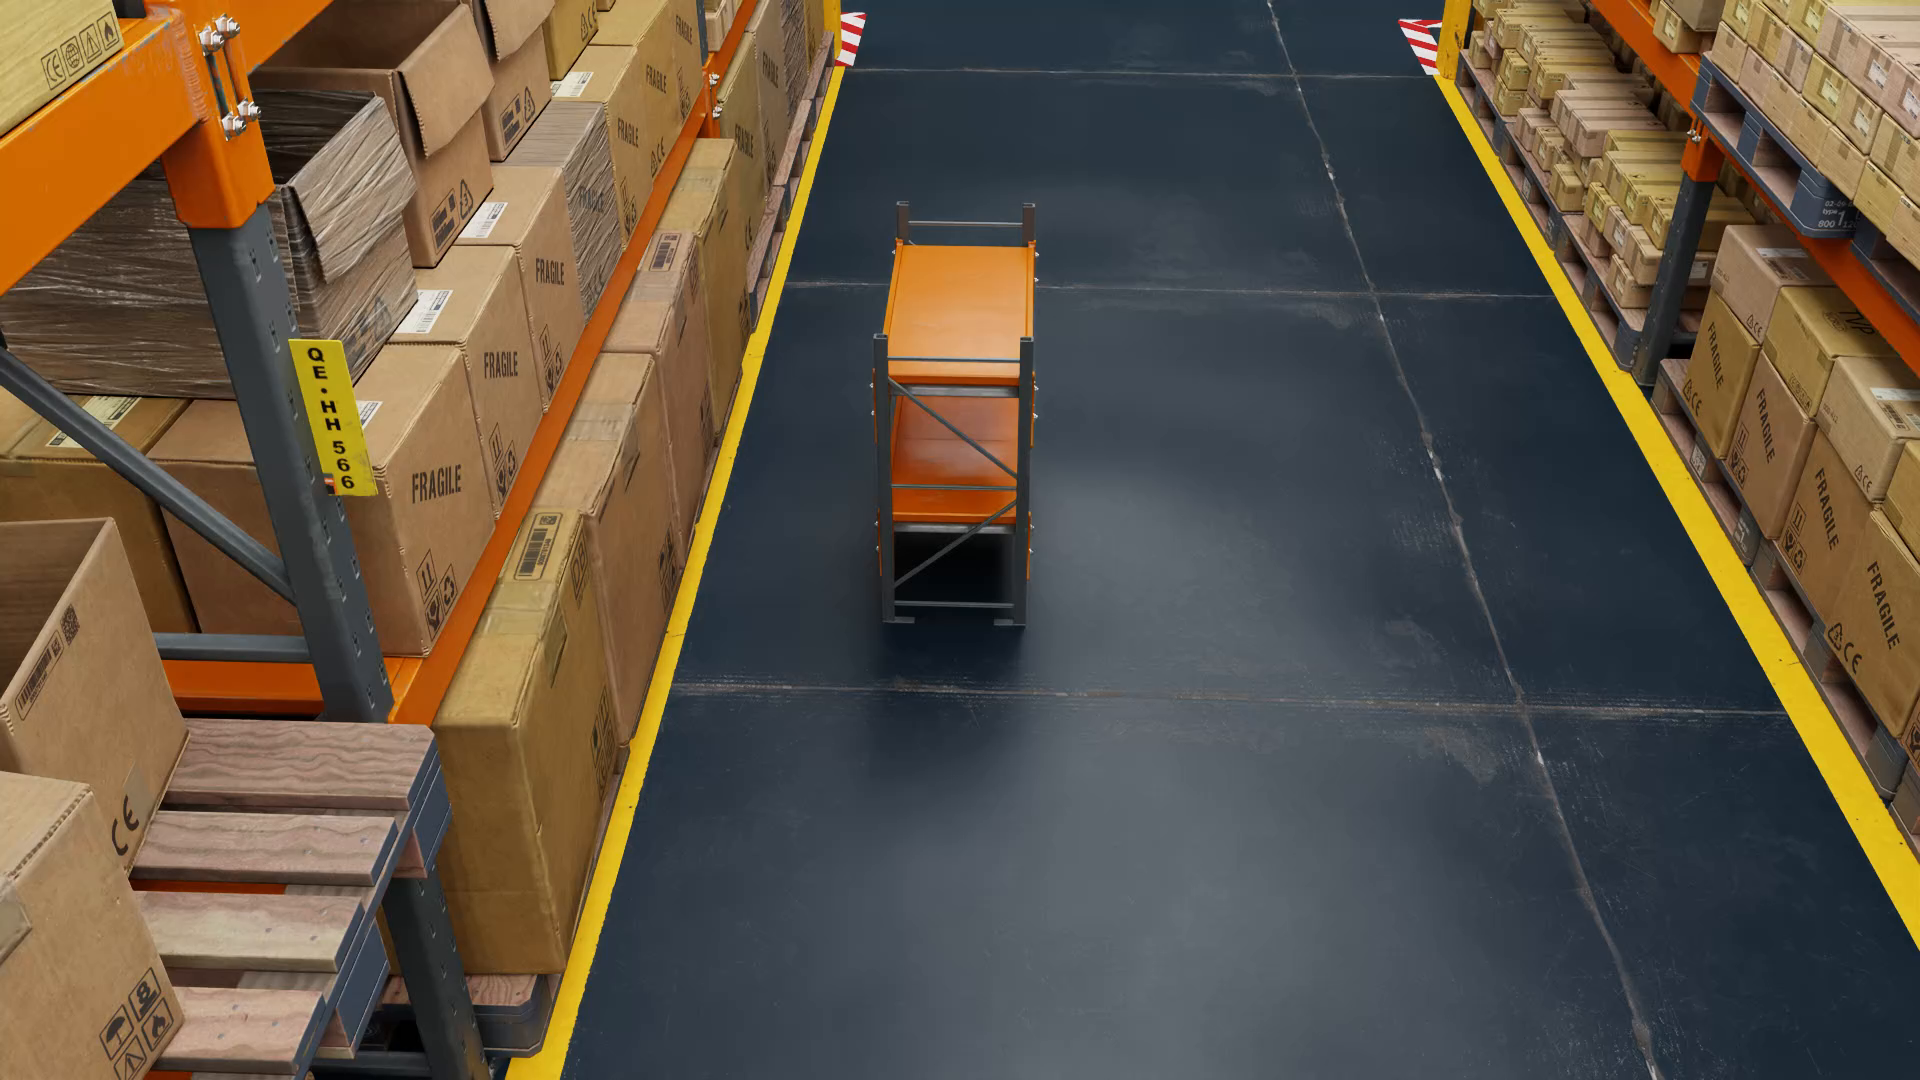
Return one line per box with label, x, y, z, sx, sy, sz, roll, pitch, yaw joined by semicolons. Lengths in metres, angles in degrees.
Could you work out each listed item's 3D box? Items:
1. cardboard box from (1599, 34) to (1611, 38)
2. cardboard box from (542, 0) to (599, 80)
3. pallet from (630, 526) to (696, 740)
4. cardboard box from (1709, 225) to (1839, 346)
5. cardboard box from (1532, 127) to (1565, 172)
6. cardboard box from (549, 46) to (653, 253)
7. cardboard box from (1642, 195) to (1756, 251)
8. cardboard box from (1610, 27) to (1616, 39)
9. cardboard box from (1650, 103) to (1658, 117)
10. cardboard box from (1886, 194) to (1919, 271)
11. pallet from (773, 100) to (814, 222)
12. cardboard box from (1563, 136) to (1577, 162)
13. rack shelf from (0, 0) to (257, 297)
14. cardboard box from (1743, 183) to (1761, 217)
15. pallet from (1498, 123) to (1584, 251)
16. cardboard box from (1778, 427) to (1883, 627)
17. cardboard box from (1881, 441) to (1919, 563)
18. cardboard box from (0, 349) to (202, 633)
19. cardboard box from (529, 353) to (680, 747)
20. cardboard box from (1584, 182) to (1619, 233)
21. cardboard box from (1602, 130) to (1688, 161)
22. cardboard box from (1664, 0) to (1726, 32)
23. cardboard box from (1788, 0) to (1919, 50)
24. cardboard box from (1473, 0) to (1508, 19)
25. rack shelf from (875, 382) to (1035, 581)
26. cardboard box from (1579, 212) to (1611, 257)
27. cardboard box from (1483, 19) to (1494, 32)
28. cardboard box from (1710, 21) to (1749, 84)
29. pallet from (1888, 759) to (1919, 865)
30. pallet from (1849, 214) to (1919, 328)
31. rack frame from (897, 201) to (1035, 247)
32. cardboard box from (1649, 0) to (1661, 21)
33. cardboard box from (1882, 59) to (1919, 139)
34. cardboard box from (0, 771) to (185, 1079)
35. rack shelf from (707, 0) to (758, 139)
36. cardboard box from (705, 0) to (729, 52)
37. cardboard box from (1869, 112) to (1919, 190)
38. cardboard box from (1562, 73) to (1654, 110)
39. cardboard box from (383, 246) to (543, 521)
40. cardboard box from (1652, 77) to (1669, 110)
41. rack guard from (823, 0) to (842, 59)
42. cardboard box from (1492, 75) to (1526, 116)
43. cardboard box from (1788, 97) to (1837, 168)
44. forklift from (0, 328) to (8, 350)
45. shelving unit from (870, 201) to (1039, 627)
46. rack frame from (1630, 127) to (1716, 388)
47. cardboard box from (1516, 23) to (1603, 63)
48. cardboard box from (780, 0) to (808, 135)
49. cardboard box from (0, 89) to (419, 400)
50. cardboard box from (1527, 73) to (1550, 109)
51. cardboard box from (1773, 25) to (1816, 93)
cardboard box;3.794;-2.875;9.588;0.380;0.149;0.250;1;35;1
cardboard box;-1.575;-1.771;5.202;0.797;0.503;0.637;2;35;2
pallet;-1.520;0.207;5.771;1.003;0.211;1.213;1;35;2
cardboard box;3.140;-0.946;6.144;0.500;0.250;0.500;0;35;0
cardboard box;3.205;-2.030;8.643;0.380;0.149;0.250;1;35;2
cardboard box;-1.305;-1.263;5.351;0.500;0.500;0.500;1;35;1
cardboard box;3.188;-1.368;7.184;0.380;0.149;0.250;2;35;3
cardboard box;3.875;-2.851;9.295;0.380;0.149;0.250;1;35;1
cardboard box;3.802;-2.281;8.742;0.380;0.149;0.250;3;35;4
cardboard box;2.898;-0.867;4.728;0.380;0.149;0.250;0;35;0
pallet;-1.363;-2.078;9.024;1.003;0.211;1.213;1;35;2
cardboard box;3.250;-1.976;8.309;0.380;0.149;0.250;0;35;0
rack shelf;-1.759;0.433;1.042;1.077;0.370;4.000;1;35;2
cardboard box;3.725;-1.508;7.383;0.380;0.149;0.250;3;35;4
pallet;3.472;-1.857;8.709;1.003;0.211;1.213;1;35;2
cardboard box;3.112;-0.034;5.498;0.500;0.500;0.500;2;35;3
cardboard box;3.084;-0.048;4.865;0.500;0.250;0.500;2;35;3
cardboard box;-1.907;-0.113;3.716;0.500;0.500;0.500;2;35;3
cardboard box;-1.587;0.006;5.115;1.225;0.875;0.875;1;35;2
cardboard box;3.120;-1.534;7.680;0.380;0.149;0.250;0;35;0
cardboard box;3.250;-1.806;7.808;0.380;0.149;0.250;2;35;3
cardboard box;3.171;-2.356;6.648;0.500;0.500;0.500;1;35;2
cardboard box;2.940;-1.698;5.393;0.380;0.149;0.250;2;35;2
cardboard box;3.234;-3.162;9.738;0.380;0.149;0.250;0;35;0
rack shelf;0.000;-0.264;6.073;0.538;0.278;1.000;1;35;2
cardboard box;3.149;-1.448;7.816;0.380;0.149;0.250;0;35;0
cardboard box;3.317;-3.039;9.821;0.380;0.149;0.250;3;35;4
cardboard box;2.958;-1.762;6.002;0.380;0.149;0.250;0;35;0
pallet;3.306;1.081;4.528;1.003;0.211;1.213;1;35;2
pallet;3.312;-0.670;4.762;1.003;0.211;1.213;1;35;2
rack frame;0.021;-0.756;6.348;0.500;1.125;0.032;1;35;2
cardboard box;3.183;-2.278;7.101;0.380;0.149;0.250;3;35;4
cardboard box;2.907;-1.263;4.774;0.380;0.149;0.250;3;35;4
cardboard box;-1.583;0.638;2.281;0.700;0.500;0.500;6;36;9
rack shelf;-1.438;-2.936;8.445;1.077;0.370;4.000;1;35;2
cardboard box;-1.174;-2.141;6.906;0.380;0.149;0.250;1;35;2
cardboard box;2.911;-1.130;4.843;0.380;0.149;0.250;1;35;1
cardboard box;3.286;-2.259;8.453;0.380;0.149;0.250;1;35;2
cardboard box;-1.369;-0.393;4.114;0.500;0.500;0.500;0;35;1
cardboard box;3.743;-2.248;8.437;0.380;0.149;0.250;1;35;2
rack guard;-1.357;-3.371;10.611;1.175;0.500;0.348;1;35;2
cardboard box;3.202;-2.479;9.283;0.380;0.149;0.250;2;35;2
cardboard box;2.928;-1.315;5.365;0.380;0.149;0.250;2;35;2
forklift;-3.524;-1.230;5.451;1.130;2.935;3.031;3;35;4
shelving unit;0.000;-0.464;5.932;0.538;1.125;1.048;1;35;2
rack frame;3.434;-1.909;6.357;1.000;3.000;0.127;1;35;2
cardboard box;3.278;-2.715;9.101;0.380;0.149;0.250;0;35;0
cardboard box;-1.340;-2.790;9.093;0.875;0.875;0.875;1;35;2
cardboard box;-1.633;-0.654;3.613;0.797;0.503;0.637;2;35;3
cardboard box;3.293;-2.441;8.969;0.380;0.149;0.250;0;35;0
cardboard box;2.940;-1.586;5.493;0.380;0.149;0.250;2;35;3
